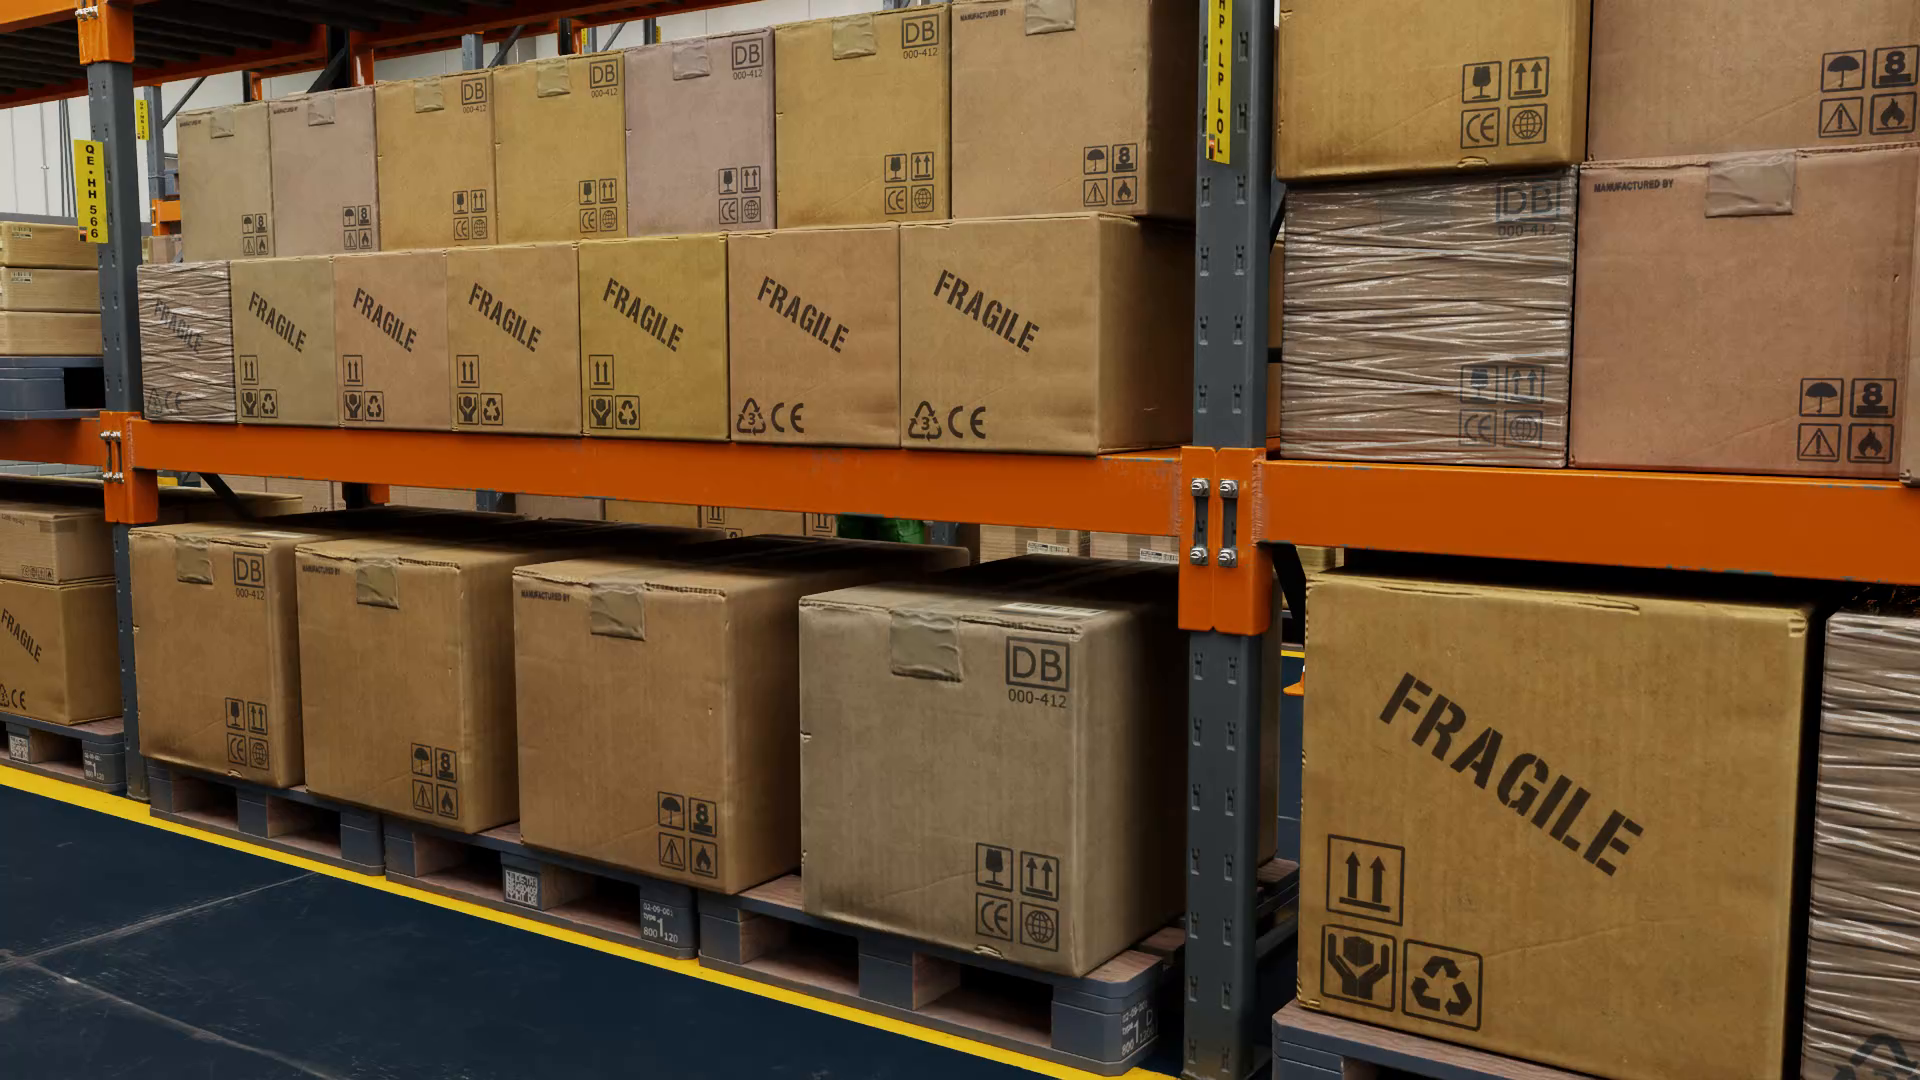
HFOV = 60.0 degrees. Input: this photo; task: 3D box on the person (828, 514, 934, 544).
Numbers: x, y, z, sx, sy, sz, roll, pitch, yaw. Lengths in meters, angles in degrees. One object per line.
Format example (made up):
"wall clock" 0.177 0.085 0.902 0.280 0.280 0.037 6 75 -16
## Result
"person" -0.376 -0.221 7.674 0.623 1.780 0.447 4 7 31
